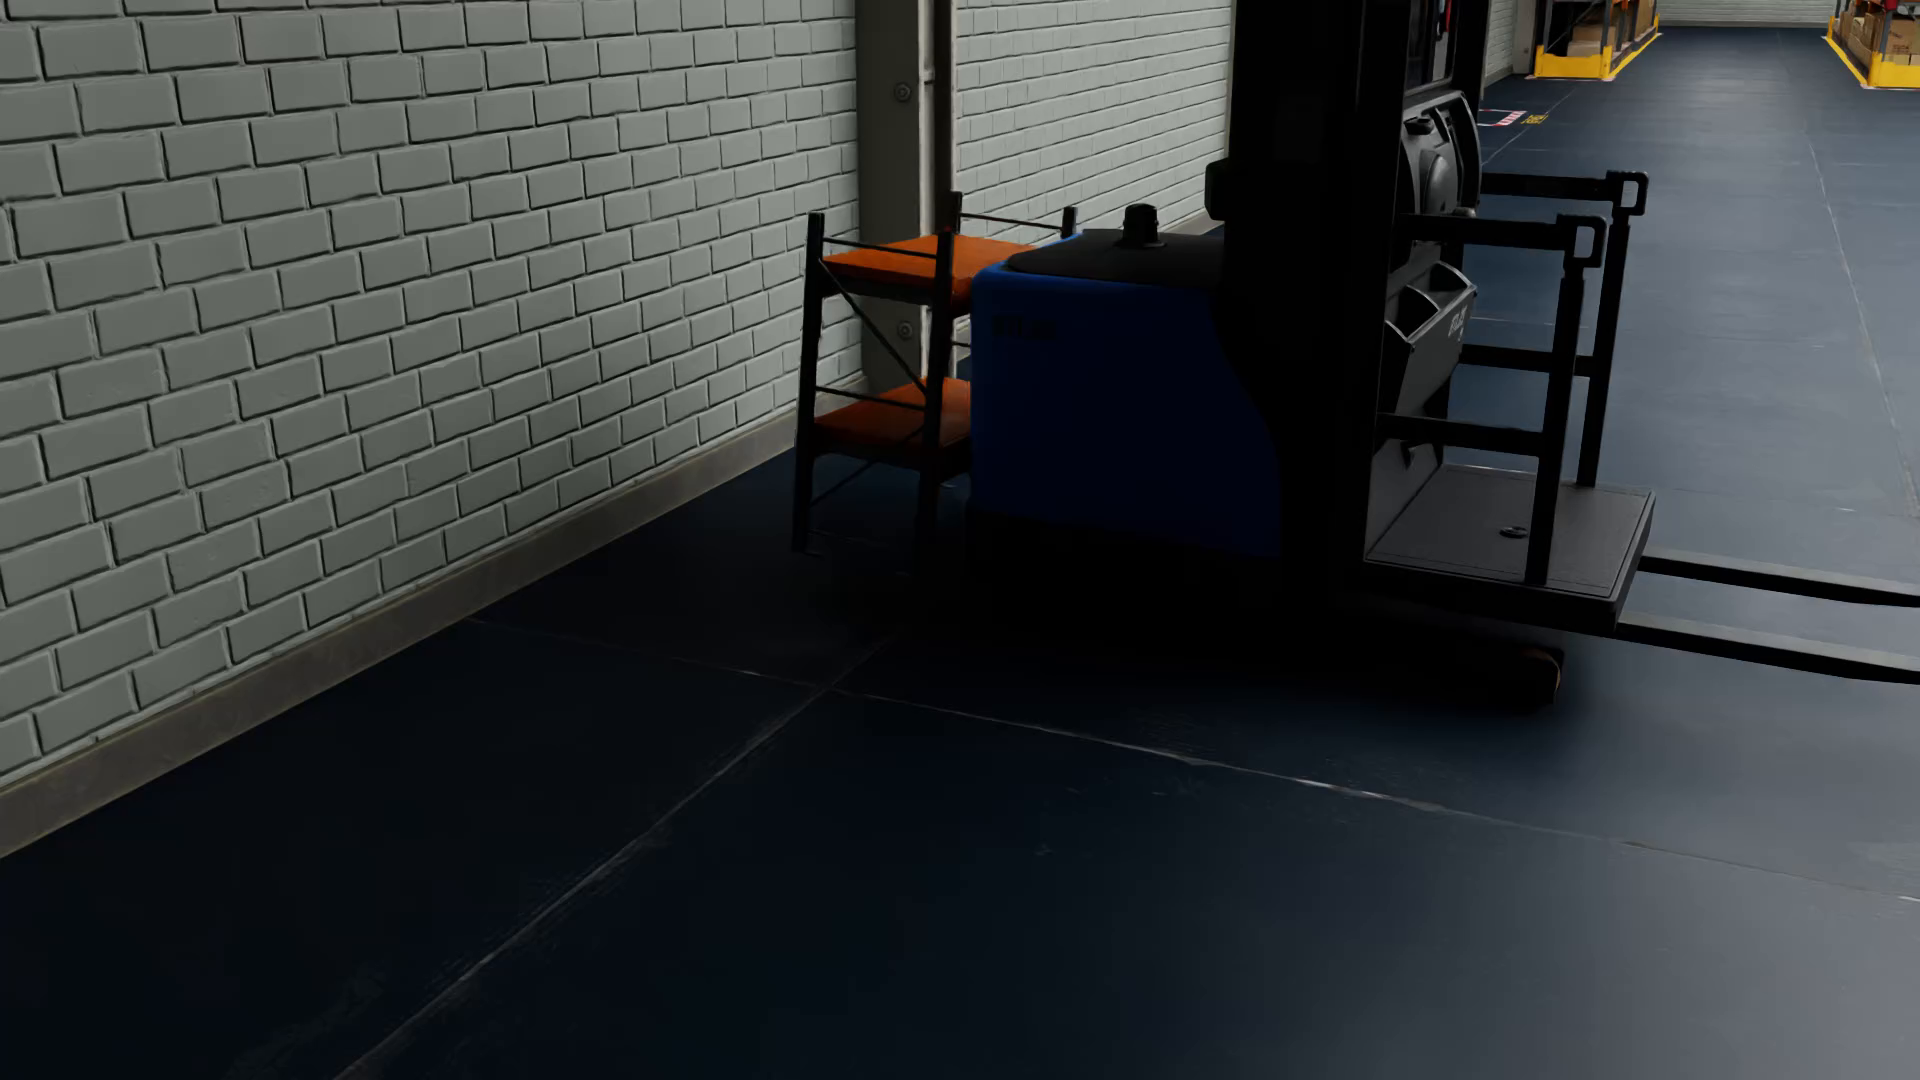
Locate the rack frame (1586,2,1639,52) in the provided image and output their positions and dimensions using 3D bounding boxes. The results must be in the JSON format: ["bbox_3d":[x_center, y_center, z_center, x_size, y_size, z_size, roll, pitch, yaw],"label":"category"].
[{"bbox_3d":[13.372,-11.518,33.879,1.000,3.000,0.127,9,21,23],"label":"rack frame"}]

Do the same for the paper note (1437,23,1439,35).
[{"bbox_3d":[5.955,-6.361,20.693,0.016,0.148,0.142,9,21,23],"label":"paper note"}]

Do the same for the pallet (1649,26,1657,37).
[{"bbox_3d":[16.392,-12.394,40.505,1.003,0.211,1.213,9,21,23],"label":"pallet"}]

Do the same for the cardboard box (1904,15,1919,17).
[{"bbox_3d":[15.848,-8.396,27.458,0.500,0.500,0.500,9,21,23],"label":"cardboard box"}]

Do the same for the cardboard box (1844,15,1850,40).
[{"bbox_3d":[18.483,-10.506,34.109,0.500,0.500,0.500,8,21,21],"label":"cardboard box"}]

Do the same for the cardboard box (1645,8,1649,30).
[{"bbox_3d":[15.619,-12.128,38.700,0.700,0.500,0.500,8,21,22],"label":"cardboard box"}]

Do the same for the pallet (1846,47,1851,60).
[{"bbox_3d":[17.520,-9.279,31.746,1.003,0.211,1.213,9,21,23],"label":"pallet"}]

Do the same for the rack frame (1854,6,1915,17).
[{"bbox_3d":[17.893,-10.839,31.971,1.000,3.000,0.127,9,21,23],"label":"rack frame"}]

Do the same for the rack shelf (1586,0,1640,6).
[{"bbox_3d":[12.553,-10.568,32.280,1.077,0.370,4.000,9,21,23],"label":"rack shelf"}]

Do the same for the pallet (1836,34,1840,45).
[{"bbox_3d":[19.813,-10.958,36.467,1.003,0.211,1.213,9,21,23],"label":"pallet"}]

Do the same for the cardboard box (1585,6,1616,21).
[{"bbox_3d":[12.198,-10.040,31.679,0.500,0.250,0.500,8,21,22],"label":"cardboard box"}]

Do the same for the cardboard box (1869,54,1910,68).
[{"bbox_3d":[14.567,-7.501,26.060,0.500,0.250,0.500,9,21,23],"label":"cardboard box"}]

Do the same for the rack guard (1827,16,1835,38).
[{"bbox_3d":[21.138,-12.084,39.201,1.175,0.500,0.348,9,21,23],"label":"rack guard"}]

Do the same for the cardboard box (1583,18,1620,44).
[{"bbox_3d":[12.432,-9.867,32.312,0.700,0.500,0.500,9,21,23],"label":"cardboard box"}]

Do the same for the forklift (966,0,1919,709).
[{"bbox_3d":[1.569,-1.112,4.722,3.031,2.935,1.130,10,22,25],"label":"forklift"}]

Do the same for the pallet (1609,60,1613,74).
[{"bbox_3d":[10.492,-8.025,28.220,1.003,0.211,1.213,9,21,23],"label":"pallet"}]

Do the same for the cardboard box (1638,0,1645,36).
[{"bbox_3d":[14.158,-11.177,35.501,0.750,0.750,0.750,8,21,22],"label":"cardboard box"}]

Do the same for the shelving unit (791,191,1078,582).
[{"bbox_3d":[-0.073,-0.577,5.770,0.538,1.125,1.048,13,20,23],"label":"shelving unit"}]

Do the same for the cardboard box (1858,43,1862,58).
[{"bbox_3d":[15.789,-8.419,28.641,0.500,0.250,0.500,9,21,23],"label":"cardboard box"}]

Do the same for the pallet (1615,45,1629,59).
[{"bbox_3d":[12.550,-9.594,32.630,1.003,0.211,1.213,9,21,23],"label":"pallet"}]

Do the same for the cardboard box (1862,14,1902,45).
[{"bbox_3d":[15.582,-8.620,28.087,0.500,0.500,0.500,9,21,23],"label":"cardboard box"}]

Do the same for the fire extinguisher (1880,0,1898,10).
[{"bbox_3d":[14.145,-8.385,25.185,0.296,0.674,0.183,9,21,23],"label":"fire extinguisher"}]

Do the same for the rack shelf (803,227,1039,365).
[{"bbox_3d":[-0.049,-0.854,5.679,0.538,0.278,1.000,13,20,23],"label":"rack shelf"}]

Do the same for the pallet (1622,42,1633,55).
[{"bbox_3d":[13.051,-9.965,33.675,1.003,0.211,1.213,9,21,23],"label":"pallet"}]

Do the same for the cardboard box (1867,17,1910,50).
[{"bbox_3d":[14.961,-8.162,26.800,0.500,0.500,0.500,9,21,23],"label":"cardboard box"}]

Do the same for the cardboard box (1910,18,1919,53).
[{"bbox_3d":[15.243,-7.936,26.165,0.500,0.500,0.500,9,21,23],"label":"cardboard box"}]

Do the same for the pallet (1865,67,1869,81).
[{"bbox_3d":[14.892,-7.320,26.235,1.003,0.211,1.213,9,21,23],"label":"pallet"}]

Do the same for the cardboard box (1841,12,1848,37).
[{"bbox_3d":[19.111,-10.977,35.433,0.500,0.500,0.500,8,21,20],"label":"cardboard box"}]

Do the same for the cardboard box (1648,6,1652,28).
[{"bbox_3d":[16.248,-12.603,40.034,0.700,0.500,0.500,8,21,23],"label":"cardboard box"}]

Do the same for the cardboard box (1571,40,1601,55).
[{"bbox_3d":[10.695,-8.386,28.429,0.500,0.311,0.500,11,22,27],"label":"cardboard box"}]

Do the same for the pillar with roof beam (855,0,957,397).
[{"bbox_3d":[3.693,-4.304,4.642,9.100,9.000,0.400,9,21,23],"label":"pillar with roof beam"}]

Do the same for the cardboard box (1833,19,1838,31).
[{"bbox_3d":[20.278,-11.764,38.017,0.500,0.250,0.500,9,21,23],"label":"cardboard box"}]

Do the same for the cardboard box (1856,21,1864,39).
[{"bbox_3d":[16.573,-9.258,30.166,0.500,0.311,0.500,8,21,23],"label":"cardboard box"}]

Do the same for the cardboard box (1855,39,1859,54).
[{"bbox_3d":[16.369,-8.840,29.826,0.500,0.250,0.500,8,21,22],"label":"cardboard box"}]

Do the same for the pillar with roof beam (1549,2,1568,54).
[{"bbox_3d":[15.978,-13.475,30.429,9.100,9.000,0.400,9,21,23],"label":"pillar with roof beam"}]

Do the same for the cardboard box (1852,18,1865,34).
[{"bbox_3d":[17.203,-9.724,31.476,0.500,0.311,0.500,8,21,21],"label":"cardboard box"}]

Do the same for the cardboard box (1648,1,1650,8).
[{"bbox_3d":[15.717,-12.361,38.384,0.380,0.149,0.250,9,22,25],"label":"cardboard box"}]

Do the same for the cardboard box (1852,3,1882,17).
[{"bbox_3d":[18.081,-10.558,33.135,0.500,0.250,0.500,9,22,25],"label":"cardboard box"}]

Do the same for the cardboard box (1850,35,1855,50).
[{"bbox_3d":[16.998,-9.308,31.143,0.500,0.250,0.500,8,21,21],"label":"cardboard box"}]

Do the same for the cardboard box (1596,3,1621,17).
[{"bbox_3d":[12.834,-10.508,32.994,0.500,0.250,0.500,9,21,24],"label":"cardboard box"}]

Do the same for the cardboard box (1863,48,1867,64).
[{"bbox_3d":[15.170,-7.961,27.354,0.500,0.250,0.500,9,21,23],"label":"cardboard box"}]

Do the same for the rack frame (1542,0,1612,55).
[{"bbox_3d":[10.096,-9.072,27.003,1.000,3.000,0.127,9,21,23],"label":"rack frame"}]
